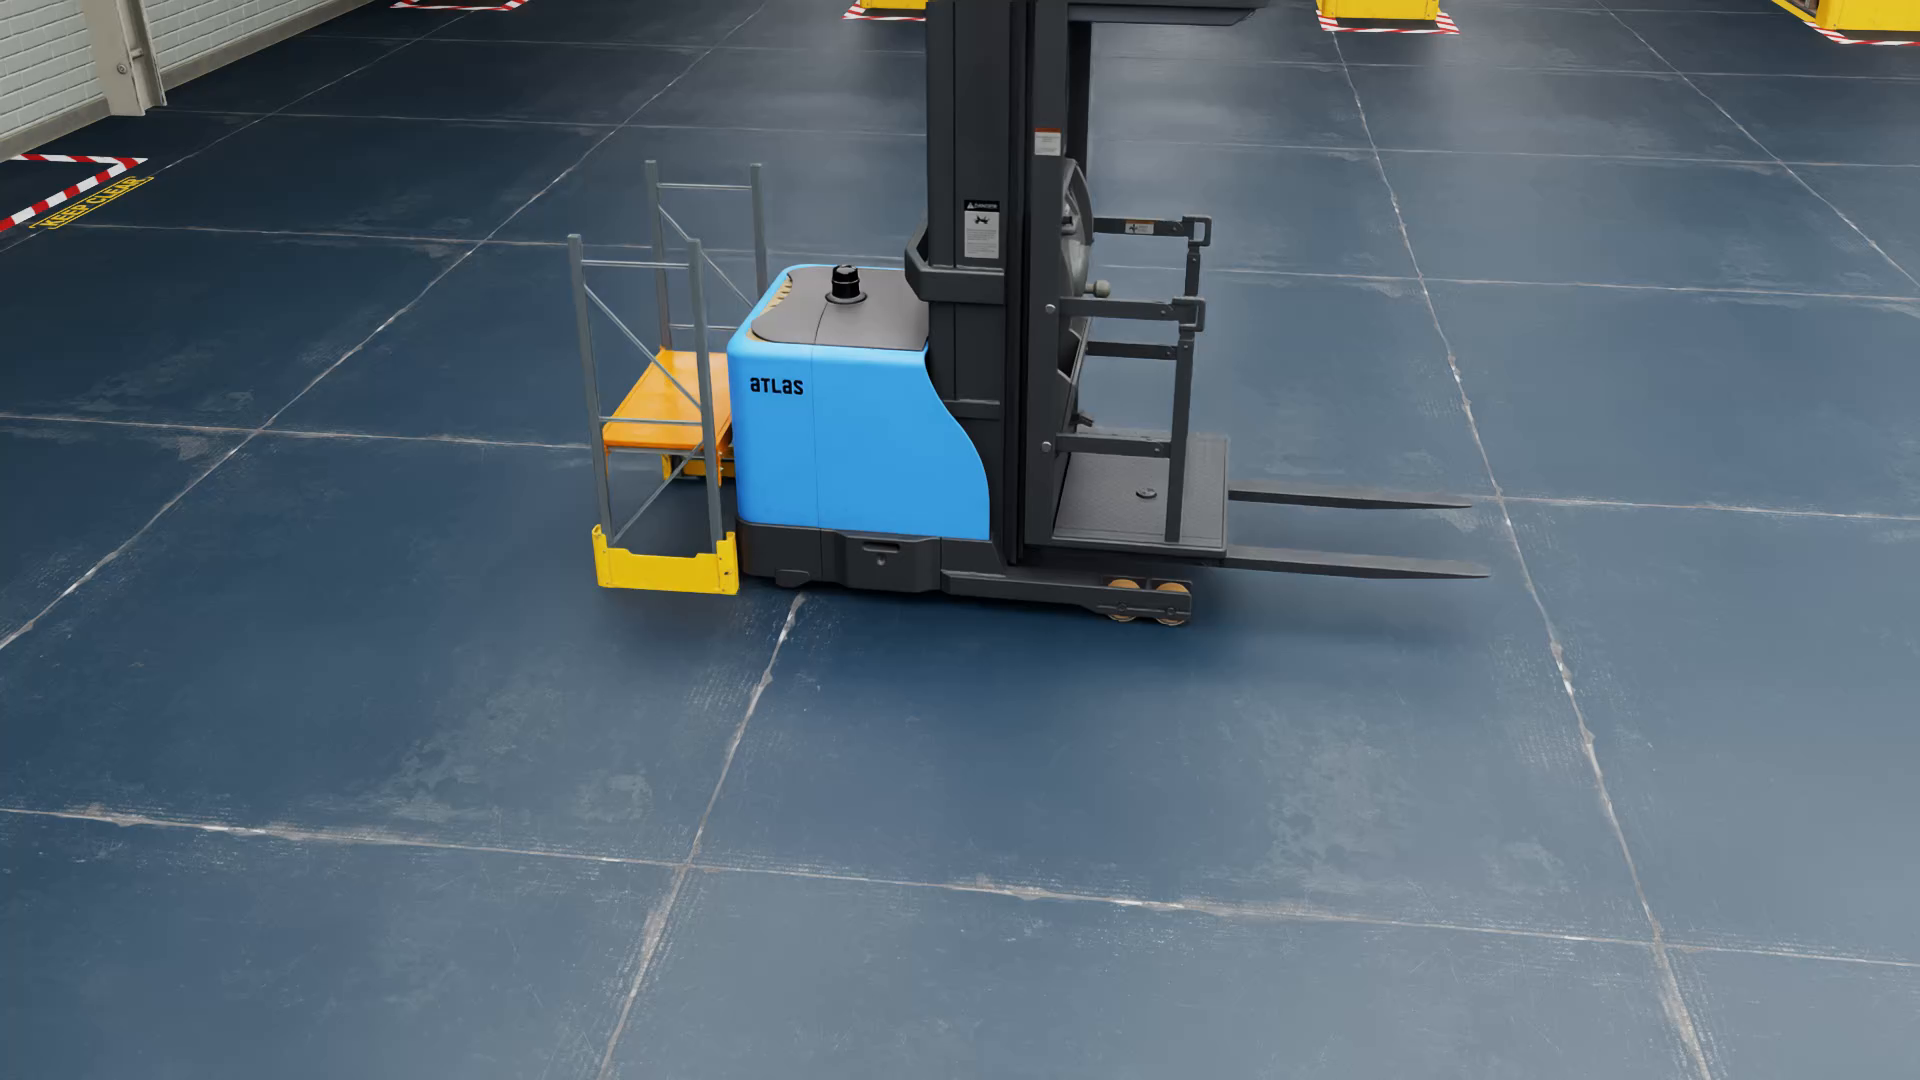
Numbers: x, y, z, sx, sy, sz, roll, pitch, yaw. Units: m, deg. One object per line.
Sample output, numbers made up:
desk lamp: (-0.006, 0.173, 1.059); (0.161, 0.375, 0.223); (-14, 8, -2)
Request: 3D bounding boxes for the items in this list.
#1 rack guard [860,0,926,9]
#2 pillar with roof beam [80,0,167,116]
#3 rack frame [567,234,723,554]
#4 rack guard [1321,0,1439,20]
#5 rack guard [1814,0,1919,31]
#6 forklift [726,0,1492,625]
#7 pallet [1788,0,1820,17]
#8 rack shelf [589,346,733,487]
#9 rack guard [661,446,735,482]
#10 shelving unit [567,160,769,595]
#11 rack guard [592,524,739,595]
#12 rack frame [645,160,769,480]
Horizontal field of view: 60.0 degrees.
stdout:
rack guard: (-0.480, -5.980, 17.823); (1.175, 0.500, 0.348); (3, 28, 6)
pillar with roof beam: (-2.630, -7.324, 11.358); (9.100, 9.000, 0.400); (3, 28, 6)
rack frame: (-1.211, -0.461, 6.525); (0.500, 1.500, 0.032); (3, 28, 6)
rack guard: (4.401, -5.740, 17.378); (1.175, 0.500, 0.348); (3, 28, 6)
rack guard: (9.363, -5.450, 16.839); (1.175, 0.500, 0.348); (3, 28, 6)
forklift: (0.641, -1.222, 6.428); (3.031, 2.935, 1.130); (4, 29, 8)
pallet: (9.498, -5.703, 17.613); (1.003, 0.211, 1.213); (3, 28, 6)
rack shelf: (-1.151, -0.542, 7.054); (0.538, 0.185, 1.000); (3, 28, 6)
rack guard: (-1.091, -0.389, 7.709); (0.587, 0.250, 0.087); (3, 28, 6)
shelving unit: (-1.150, -0.705, 6.977); (0.587, 1.500, 1.083); (3, 28, 6)
rack guard: (-1.209, 0.080, 6.838); (0.587, 0.250, 0.087); (3, 28, 6)
rack frame: (-1.091, -0.940, 7.413); (0.500, 1.500, 0.032); (3, 28, 6)
